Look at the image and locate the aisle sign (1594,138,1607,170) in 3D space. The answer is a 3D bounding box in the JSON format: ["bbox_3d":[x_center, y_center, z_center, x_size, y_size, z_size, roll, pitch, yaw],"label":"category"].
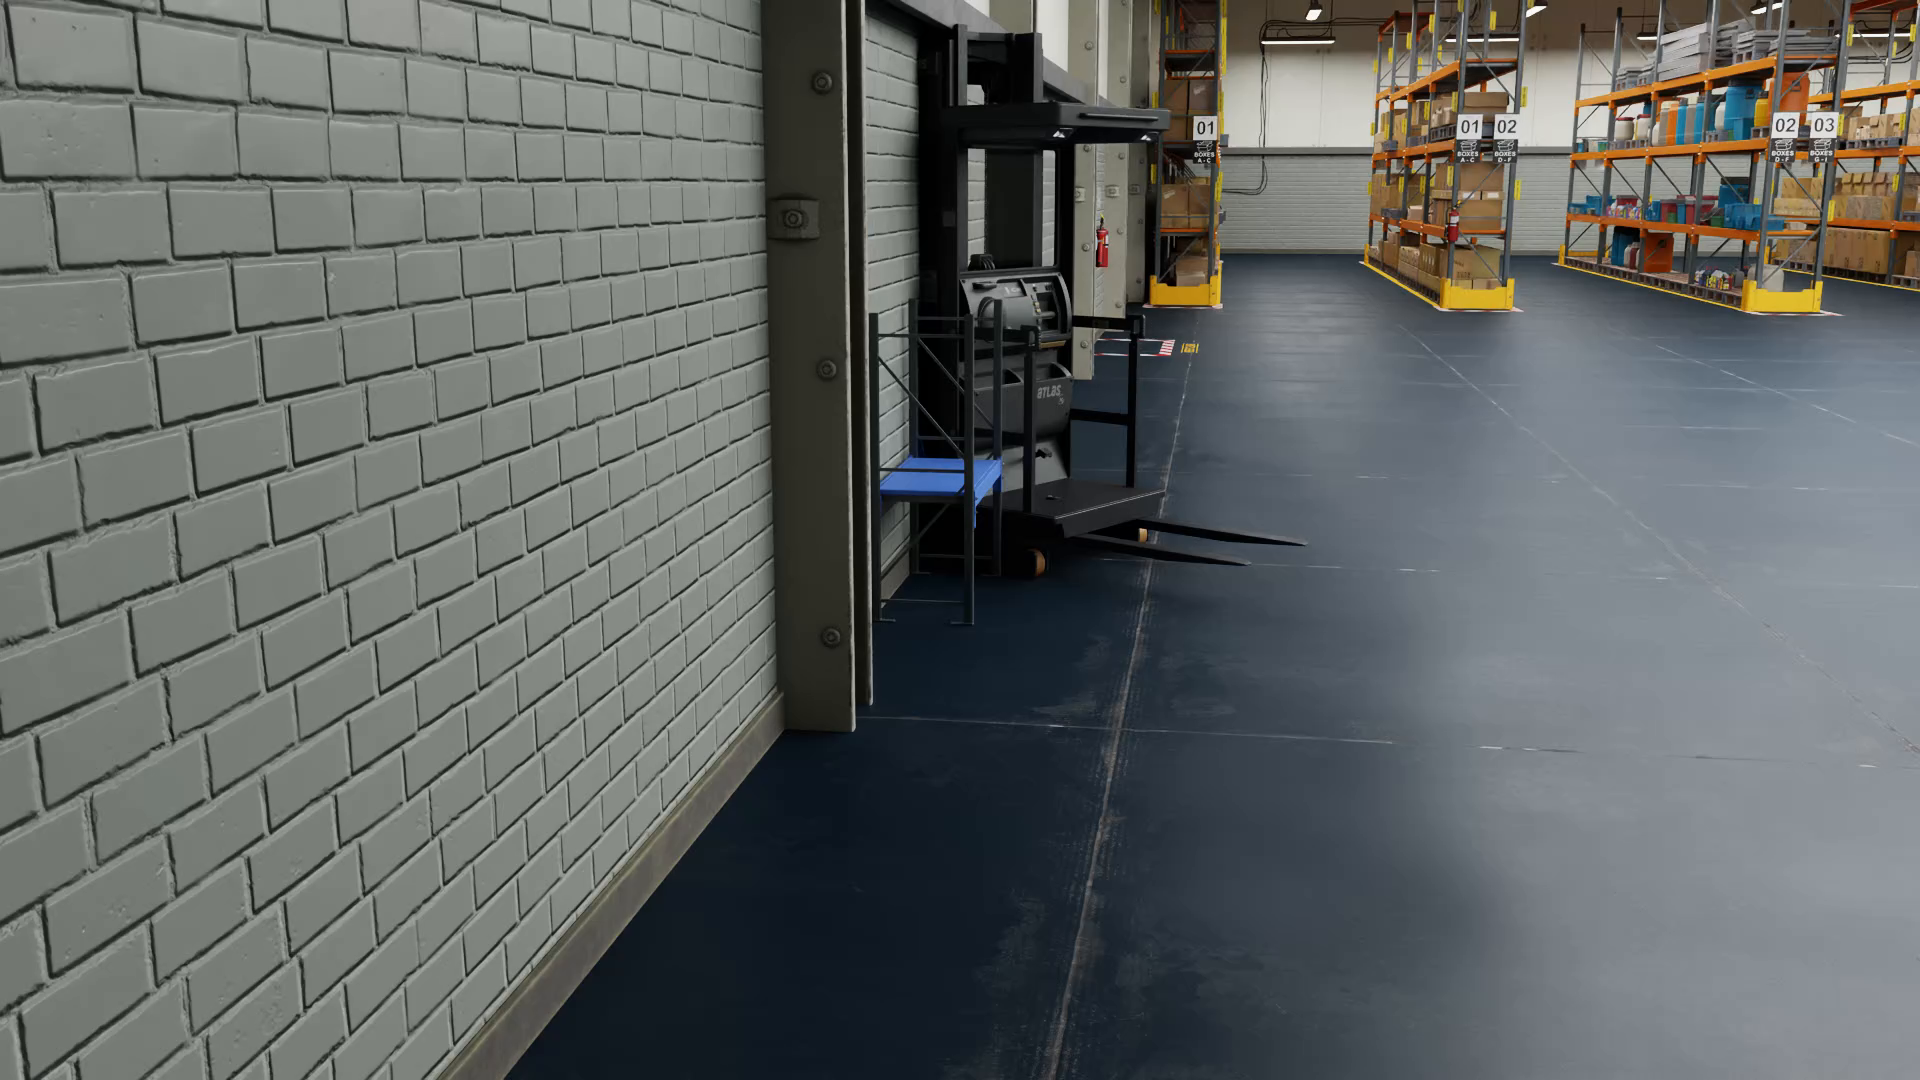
[{"bbox_3d":[16.446,-9.869,42.497,0.394,0.787,0.004,2,12,9],"label":"aisle sign"}]

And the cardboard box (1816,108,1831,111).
[{"bbox_3d":[20.719,-10.148,39.591,0.500,0.250,0.500,1,12,7],"label":"cardboard box"}]

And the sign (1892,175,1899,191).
[{"bbox_3d":[19.260,-7.350,34.232,0.100,0.325,0.005,2,12,9],"label":"sign"}]

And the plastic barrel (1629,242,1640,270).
[{"bbox_3d":[15.147,-6.291,36.794,0.600,0.588,0.708,2,12,9],"label":"plastic barrel"}]

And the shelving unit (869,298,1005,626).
[{"bbox_3d":[-0.104,-0.435,8.450,0.538,1.500,1.048,2,12,9],"label":"shelving unit"}]

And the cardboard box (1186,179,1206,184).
[{"bbox_3d":[5.068,-7.689,35.732,0.380,0.149,0.250,0,12,-1],"label":"cardboard box"}]

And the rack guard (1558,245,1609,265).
[{"bbox_3d":[16.137,-7.376,43.034,1.175,0.500,0.348,2,12,9],"label":"rack guard"}]

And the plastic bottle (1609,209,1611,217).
[{"bbox_3d":[15.032,-7.548,38.370,0.097,0.201,0.097,0,12,0],"label":"plastic bottle"}]

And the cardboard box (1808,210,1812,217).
[{"bbox_3d":[20.266,-7.712,39.252,0.380,0.149,0.250,2,12,10],"label":"cardboard box"}]

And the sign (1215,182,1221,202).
[{"bbox_3d":[4.432,-5.989,28.608,0.100,0.325,0.005,2,12,9],"label":"sign"}]

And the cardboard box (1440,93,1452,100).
[{"bbox_3d":[9.540,-8.348,32.069,0.500,0.500,0.500,2,12,9],"label":"cardboard box"}]

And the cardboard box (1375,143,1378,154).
[{"bbox_3d":[10.832,-9.945,42.255,0.500,0.250,0.500,2,12,9],"label":"cardboard box"}]

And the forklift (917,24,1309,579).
[{"bbox_3d":[0.484,-1.348,9.291,3.031,2.935,1.130,10,16,39],"label":"forklift"}]

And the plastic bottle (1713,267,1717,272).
[{"bbox_3d":[13.908,-4.856,30.648,0.144,0.351,0.185,2,12,9],"label":"plastic bottle"}]

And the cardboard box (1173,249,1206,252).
[{"bbox_3d":[4.756,-5.777,34.568,0.700,0.500,0.500,2,12,9],"label":"cardboard box"}]

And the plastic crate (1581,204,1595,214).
[{"bbox_3d":[15.534,-8.163,41.006,0.416,0.233,0.300,2,12,9],"label":"plastic crate"}]

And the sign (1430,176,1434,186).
[{"bbox_3d":[11.186,-8.470,39.428,0.100,0.325,0.005,2,12,9],"label":"sign"}]

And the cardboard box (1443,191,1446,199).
[{"bbox_3d":[8.898,-6.198,29.856,0.380,0.149,0.250,2,12,8],"label":"cardboard box"}]

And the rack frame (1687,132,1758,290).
[{"bbox_3d":[14.300,-6.095,31.154,1.000,3.000,0.127,2,12,9],"label":"rack frame"}]

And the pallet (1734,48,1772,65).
[{"bbox_3d":[14.016,-8.312,28.602,1.003,0.211,1.213,2,12,9],"label":"pallet"}]

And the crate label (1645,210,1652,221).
[{"bbox_3d":[14.480,-6.770,34.685,0.303,0.233,0.416,2,12,9],"label":"crate label"}]

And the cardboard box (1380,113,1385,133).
[{"bbox_3d":[11.028,-10.549,42.093,0.700,0.500,0.500,2,12,9],"label":"cardboard box"}]

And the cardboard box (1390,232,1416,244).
[{"bbox_3d":[10.091,-6.876,37.887,0.500,0.250,0.500,2,12,8],"label":"cardboard box"}]

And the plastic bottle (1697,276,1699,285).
[{"bbox_3d":[13.787,-4.847,30.964,0.097,0.201,0.097,0,12,0],"label":"plastic bottle"}]

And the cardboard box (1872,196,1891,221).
[{"bbox_3d":[19.723,-7.030,35.258,0.500,0.500,0.500,2,12,8],"label":"cardboard box"}]

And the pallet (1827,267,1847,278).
[{"bbox_3d":[20.380,-6.073,37.674,1.003,0.211,1.213,2,12,9],"label":"pallet"}]

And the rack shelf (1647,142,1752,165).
[{"bbox_3d":[14.608,-7.626,32.846,1.077,0.370,4.000,2,12,9],"label":"rack shelf"}]

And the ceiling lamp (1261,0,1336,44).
[{"bbox_3d":[9.265,-15.177,45.201,2.000,3.185,0.800,2,12,9],"label":"ceiling lamp"}]

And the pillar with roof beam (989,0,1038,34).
[{"bbox_3d":[4.634,-4.803,10.920,9.100,9.000,0.400,2,12,9],"label":"pillar with roof beam"}]

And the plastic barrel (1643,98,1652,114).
[{"bbox_3d":[15.419,-9.317,36.797,0.600,0.901,0.708,2,12,9],"label":"plastic barrel"}]

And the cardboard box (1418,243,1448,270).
[{"bbox_3d":[9.026,-5.397,31.668,0.500,0.500,0.500,2,12,9],"label":"cardboard box"}]

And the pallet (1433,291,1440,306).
[{"bbox_3d":[8.867,-4.221,29.078,1.003,0.211,1.213,2,12,9],"label":"pallet"}]

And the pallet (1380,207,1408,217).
[{"bbox_3d":[10.406,-7.665,38.895,1.003,0.211,1.213,2,12,9],"label":"pallet"}]

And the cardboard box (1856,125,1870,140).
[{"bbox_3d":[20.167,-9.002,36.740,0.500,0.311,0.500,1,12,7],"label":"cardboard box"}]

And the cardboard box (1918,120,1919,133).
[{"bbox_3d":[19.401,-8.332,32.990,0.500,0.500,0.500,2,12,9],"label":"cardboard box"}]

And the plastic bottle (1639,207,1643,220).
[{"bbox_3d":[14.556,-6.968,35.485,0.061,0.283,0.133,2,12,9],"label":"plastic bottle"}]

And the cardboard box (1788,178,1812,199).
[{"bbox_3d":[20.548,-8.568,40.499,0.500,0.500,0.500,2,12,7],"label":"cardboard box"}]

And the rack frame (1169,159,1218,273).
[{"bbox_3d":[5.126,-7.248,36.508,1.000,3.000,0.127,2,12,9],"label":"rack frame"}]

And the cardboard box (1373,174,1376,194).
[{"bbox_3d":[10.850,-9.099,42.483,0.500,0.500,0.500,2,12,9],"label":"cardboard box"}]

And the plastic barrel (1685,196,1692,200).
[{"bbox_3d":[14.968,-6.761,33.981,0.421,0.512,0.421,0,12,0],"label":"plastic barrel"}]

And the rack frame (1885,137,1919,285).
[{"bbox_3d":[19.809,-6.767,34.273,1.000,3.000,0.127,2,12,9],"label":"rack frame"}]

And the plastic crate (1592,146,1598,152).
[{"bbox_3d":[15.350,-9.375,39.879,0.293,0.136,0.466,2,12,9],"label":"plastic crate"}]

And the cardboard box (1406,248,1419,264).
[{"bbox_3d":[9.419,-5.802,33.993,0.500,0.311,0.500,2,12,8],"label":"cardboard box"}]

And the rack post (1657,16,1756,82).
[{"bbox_3d":[14.518,-9.538,32.416,1.013,1.000,3.121,2,12,9],"label":"rack post"}]

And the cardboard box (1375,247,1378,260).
[{"bbox_3d":[10.559,-7.106,41.184,0.500,0.311,0.500,2,12,9],"label":"cardboard box"}]

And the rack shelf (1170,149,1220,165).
[{"bbox_3d":[4.819,-7.947,34.335,1.077,0.370,4.000,2,12,9],"label":"rack shelf"}]

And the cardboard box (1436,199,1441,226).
[{"bbox_3d":[9.270,-6.102,30.952,0.700,0.500,0.500,2,12,8],"label":"cardboard box"}]

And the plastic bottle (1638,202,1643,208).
[{"bbox_3d":[15.570,-7.539,37.972,0.144,0.351,0.185,2,12,9],"label":"plastic bottle"}]

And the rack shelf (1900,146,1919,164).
[{"bbox_3d":[19.502,-7.465,32.101,1.077,0.370,4.000,2,12,9],"label":"rack shelf"}]
